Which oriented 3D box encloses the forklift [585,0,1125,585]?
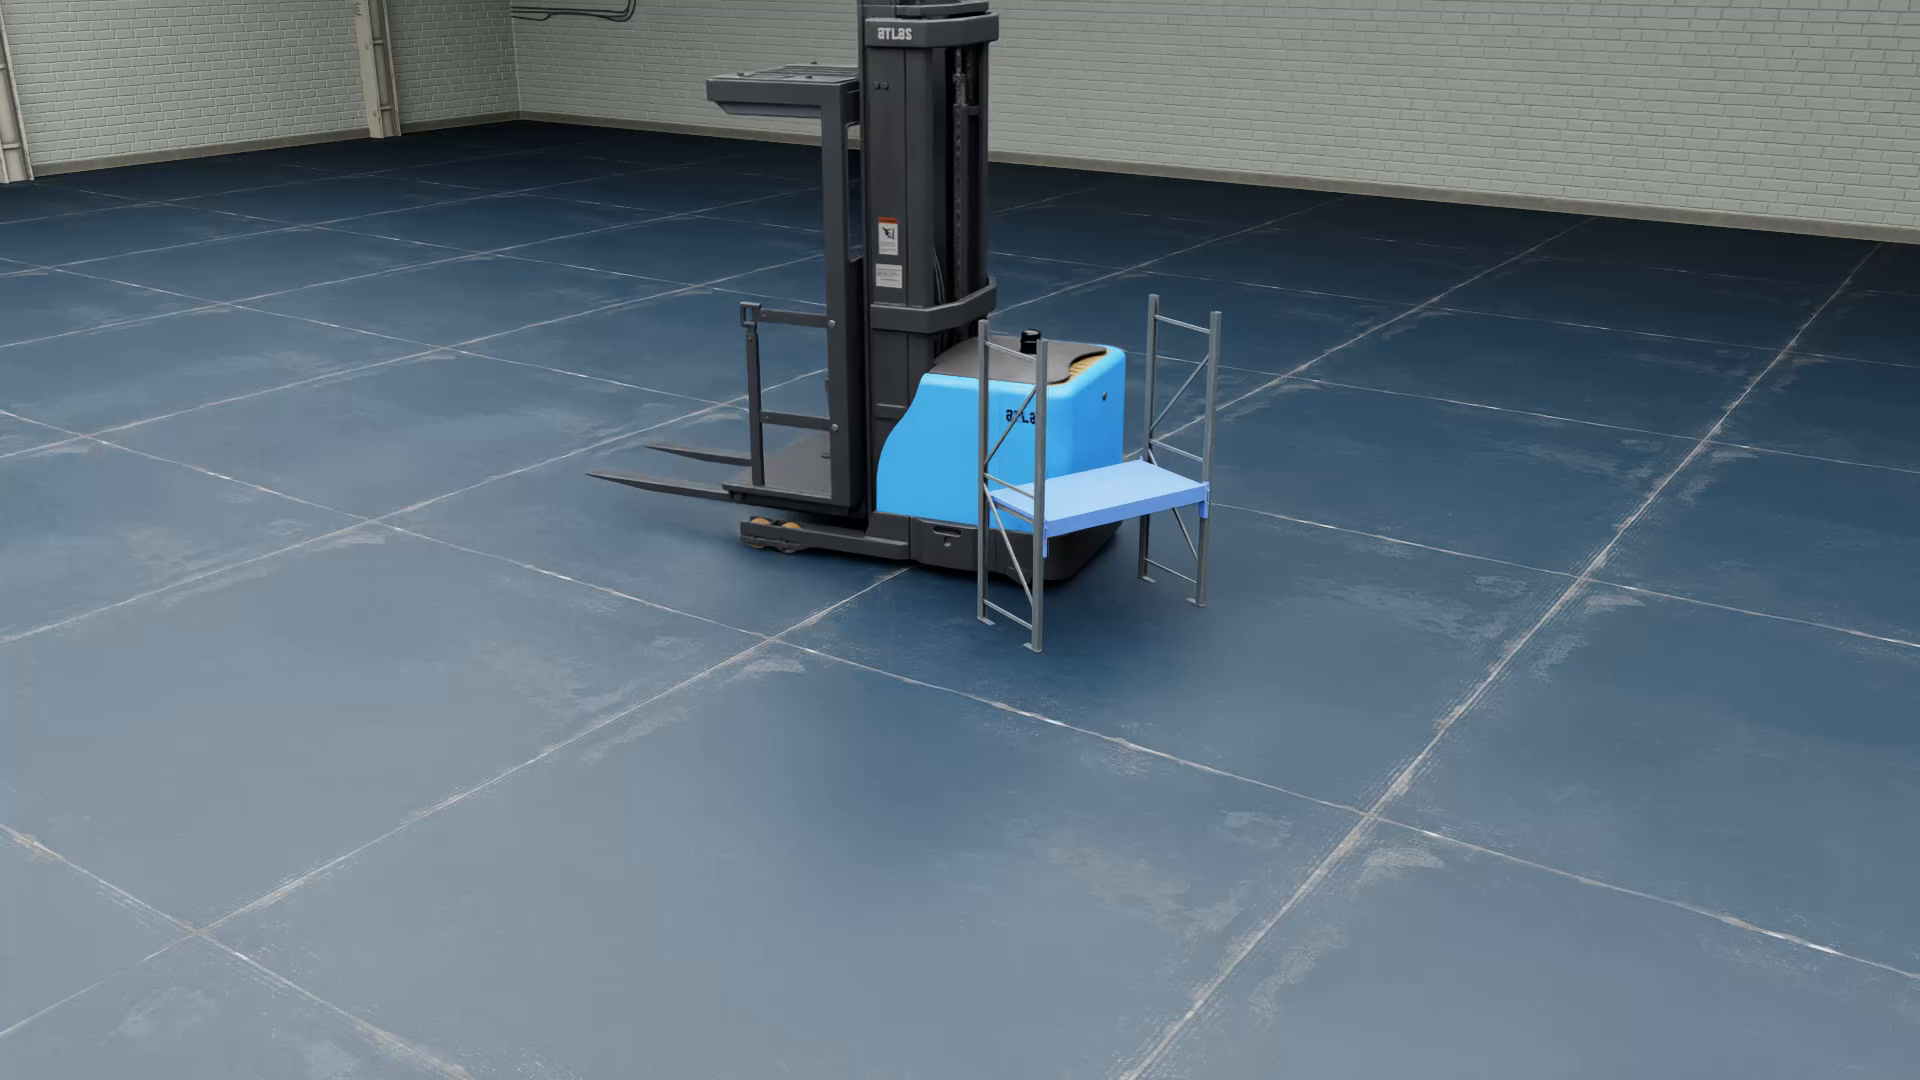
[{"bbox_3d":[-0.659,-1.459,8.986,3.031,2.935,1.130,8,22,21],"label":"forklift"}]

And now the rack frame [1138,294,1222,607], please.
[{"bbox_3d":[1.084,-0.439,8.291,0.032,1.500,0.500,-13,24,-31],"label":"rack frame"}]

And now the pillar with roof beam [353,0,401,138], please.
[{"bbox_3d":[-5.751,-9.922,23.117,9.100,9.000,0.400,13,24,32],"label":"pillar with roof beam"}]

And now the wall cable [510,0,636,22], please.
[{"bbox_3d":[-6.562,-9.892,27.513,3.097,2.526,0.112,13,24,32],"label":"wall cable"}]

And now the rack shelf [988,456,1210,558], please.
[{"bbox_3d":[0.660,-0.173,8.090,1.000,0.185,0.538,-13,24,-31],"label":"rack shelf"}]

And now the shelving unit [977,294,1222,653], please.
[{"bbox_3d":[0.660,-0.342,8.028,1.048,1.500,0.538,-13,24,-31],"label":"shelving unit"}]

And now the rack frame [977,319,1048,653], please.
[{"bbox_3d":[0.236,-0.245,7.764,0.032,1.500,0.500,-13,24,-31],"label":"rack frame"}]

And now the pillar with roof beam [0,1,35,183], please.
[{"bbox_3d":[-9.124,-8.200,18.463,9.100,9.000,0.400,13,24,32],"label":"pillar with roof beam"}]
